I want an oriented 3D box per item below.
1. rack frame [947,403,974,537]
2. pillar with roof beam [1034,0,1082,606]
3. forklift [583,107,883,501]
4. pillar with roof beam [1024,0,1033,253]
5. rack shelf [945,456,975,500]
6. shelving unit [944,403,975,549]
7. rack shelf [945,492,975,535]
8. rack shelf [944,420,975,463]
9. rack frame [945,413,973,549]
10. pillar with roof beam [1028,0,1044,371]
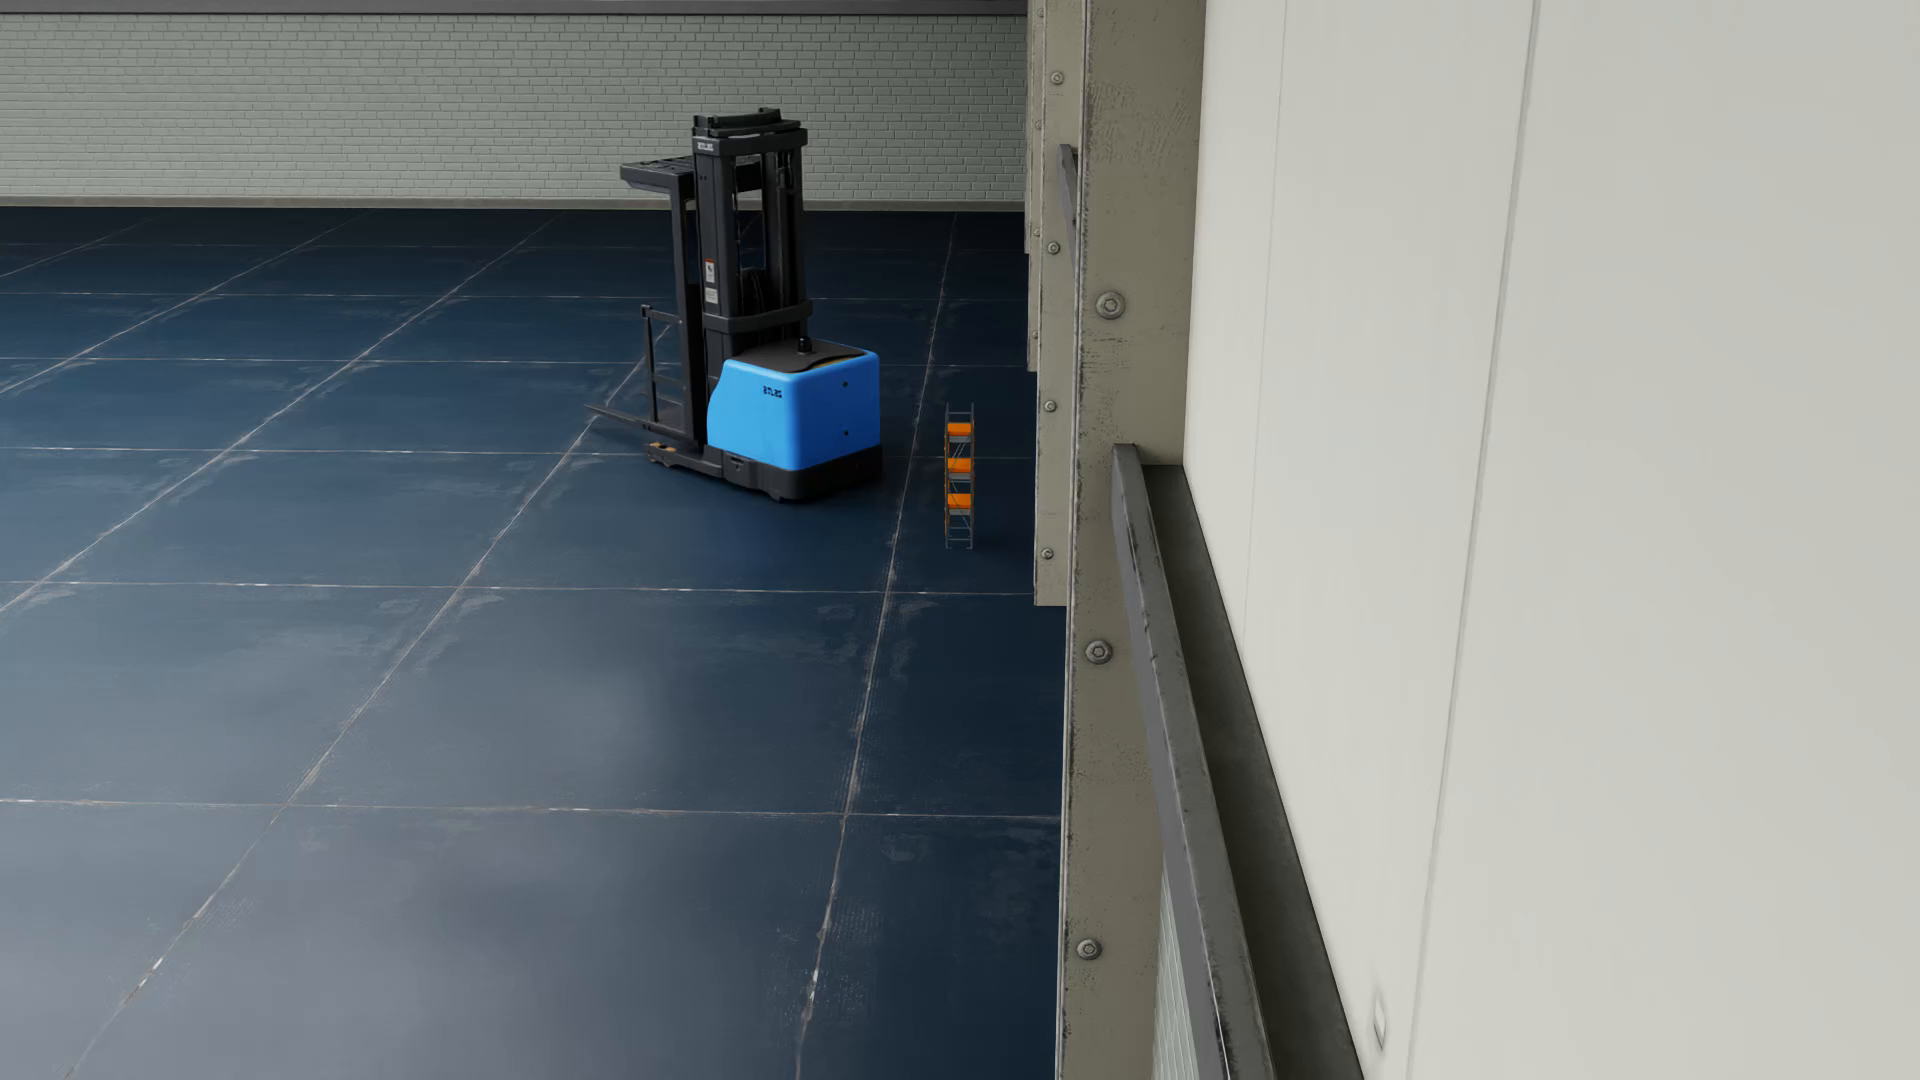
[{"bbox_3d":[0.002,-0.514,12.403,0.200,1.050,0.008,1,21,2],"label":"rack frame"},{"bbox_3d":[-3.633,-3.865,10.050,9.100,9.000,0.400,1,21,2],"label":"pillar with roof beam"},{"bbox_3d":[-2.071,-2.110,13.914,3.031,2.935,1.130,18,28,39],"label":"forklift"},{"bbox_3d":[-3.268,-8.204,21.232,9.100,9.000,0.400,1,21,2],"label":"pillar with roof beam"},{"bbox_3d":[-0.002,-0.460,12.293,0.215,0.259,0.240,1,21,2],"label":"rack shelf"},{"bbox_3d":[-0.002,-0.470,12.289,0.215,1.050,0.252,1,21,2],"label":"shelving unit"},{"bbox_3d":[-0.002,-0.201,12.394,0.215,0.259,0.240,1,21,2],"label":"rack shelf"},{"bbox_3d":[-0.002,-0.725,12.190,0.215,0.259,0.240,1,21,2],"label":"rack shelf"},{"bbox_3d":[-0.005,-0.426,12.175,0.200,1.050,0.008,1,21,2],"label":"rack frame"},{"bbox_3d":[-3.450,-6.034,15.641,9.100,9.000,0.400,1,21,2],"label":"pillar with roof beam"}]
